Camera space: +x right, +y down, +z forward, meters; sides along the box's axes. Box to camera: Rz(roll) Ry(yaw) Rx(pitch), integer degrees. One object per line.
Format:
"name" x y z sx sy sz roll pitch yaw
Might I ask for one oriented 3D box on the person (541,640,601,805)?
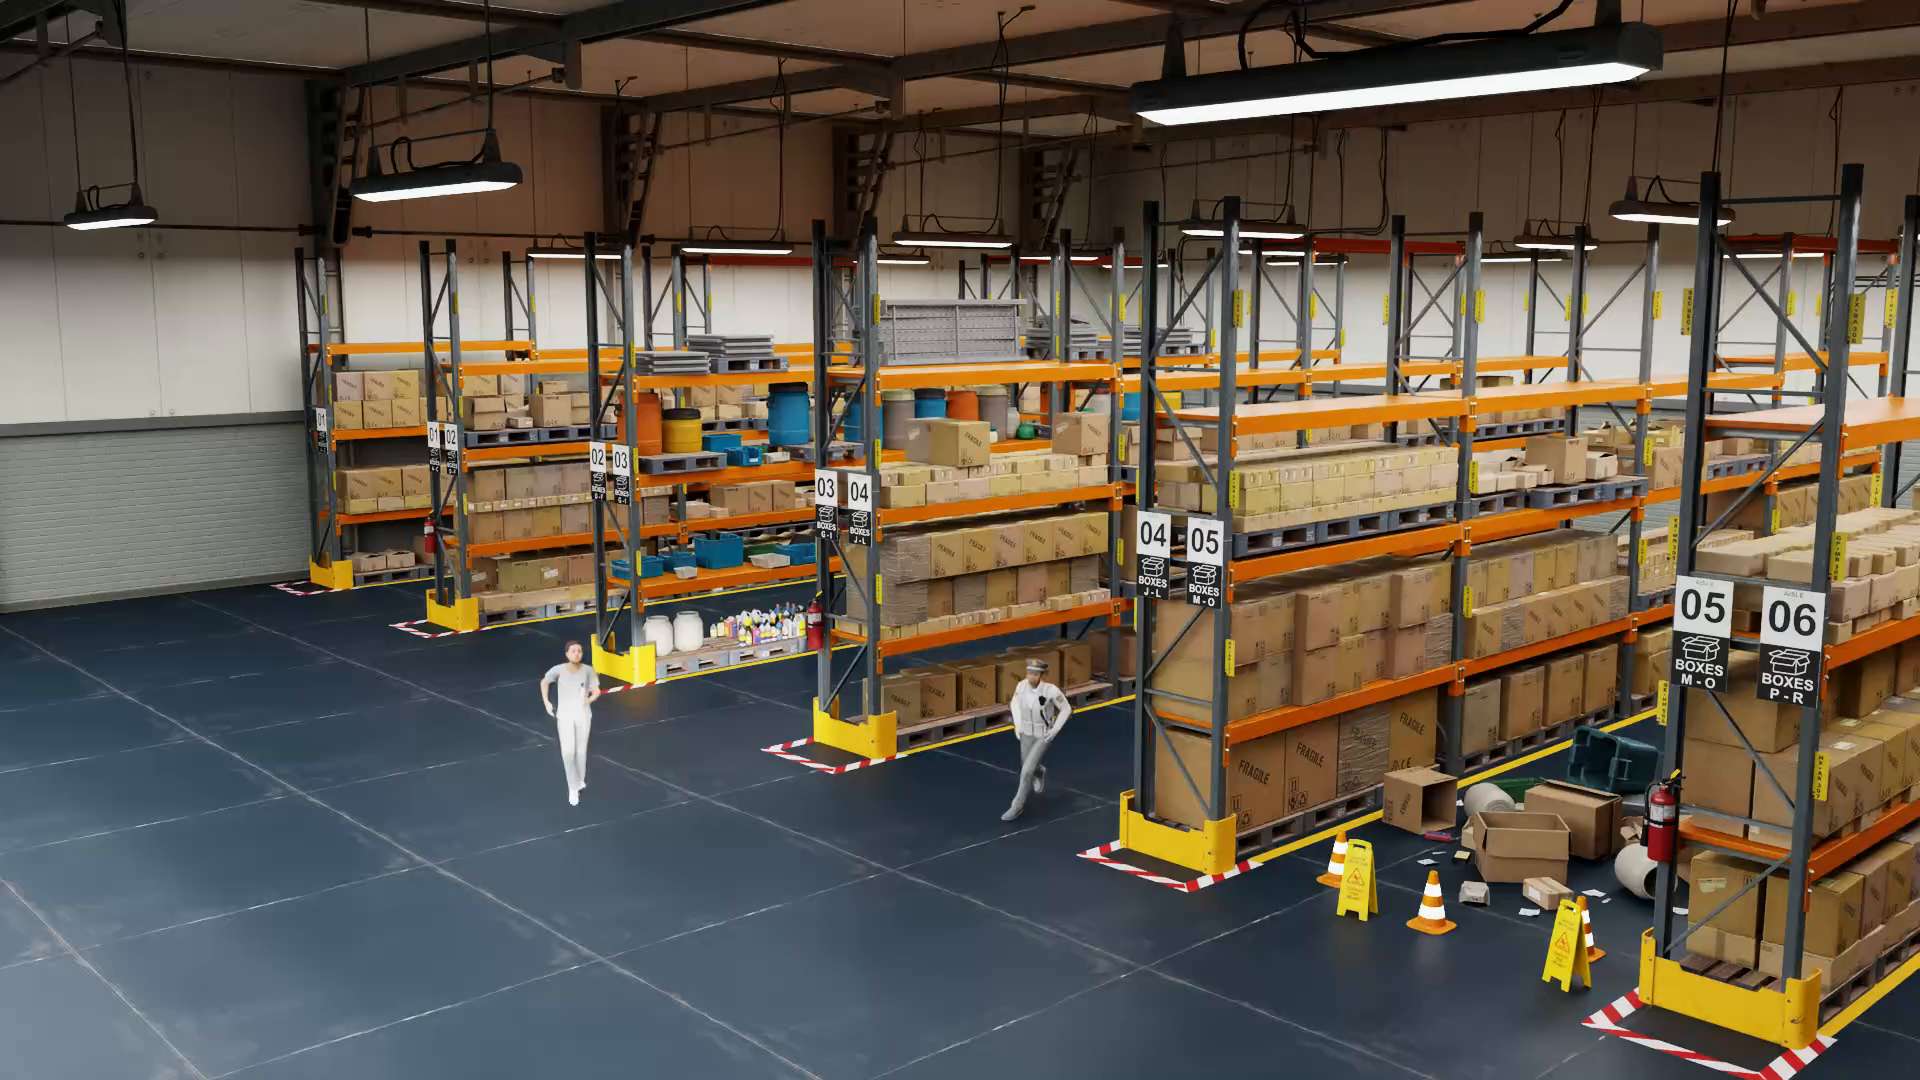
"person" -3.989 1.860 17.145 0.570 1.687 0.718 -3 9 -20

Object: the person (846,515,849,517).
"person" -2.196 -0.701 33.820 0.710 1.771 1.034 7 11 41

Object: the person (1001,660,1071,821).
"person" 0.819 1.944 16.660 0.652 1.641 0.825 4 9 23
